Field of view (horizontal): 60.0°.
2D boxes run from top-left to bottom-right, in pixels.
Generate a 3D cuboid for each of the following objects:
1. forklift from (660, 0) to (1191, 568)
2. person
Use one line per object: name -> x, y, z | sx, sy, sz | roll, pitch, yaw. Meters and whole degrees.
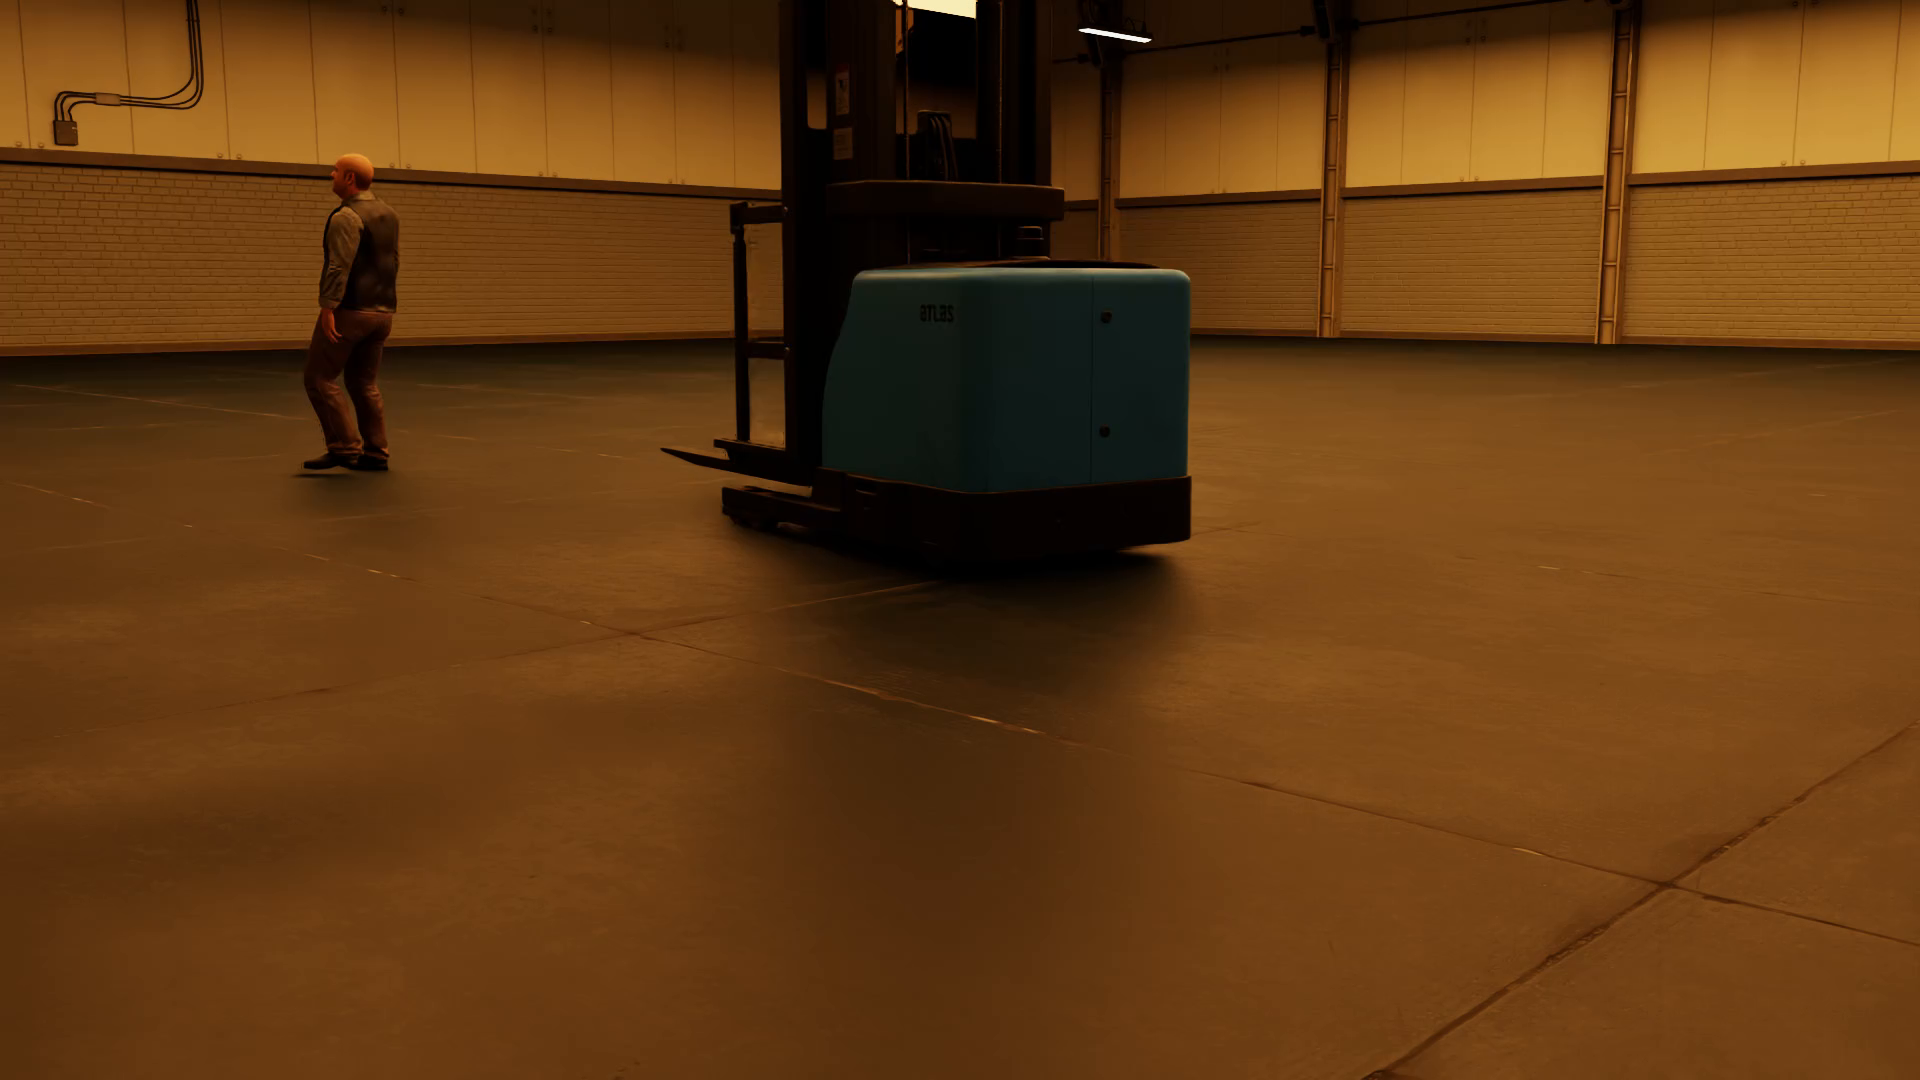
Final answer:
forklift -> -0.369, -1.526, 7.009 | 1.130, 2.935, 3.031 | -6, 10, -33
person -> -3.325, -1.226, 9.078 | 0.491, 1.722, 0.616 | 2, 9, 12
